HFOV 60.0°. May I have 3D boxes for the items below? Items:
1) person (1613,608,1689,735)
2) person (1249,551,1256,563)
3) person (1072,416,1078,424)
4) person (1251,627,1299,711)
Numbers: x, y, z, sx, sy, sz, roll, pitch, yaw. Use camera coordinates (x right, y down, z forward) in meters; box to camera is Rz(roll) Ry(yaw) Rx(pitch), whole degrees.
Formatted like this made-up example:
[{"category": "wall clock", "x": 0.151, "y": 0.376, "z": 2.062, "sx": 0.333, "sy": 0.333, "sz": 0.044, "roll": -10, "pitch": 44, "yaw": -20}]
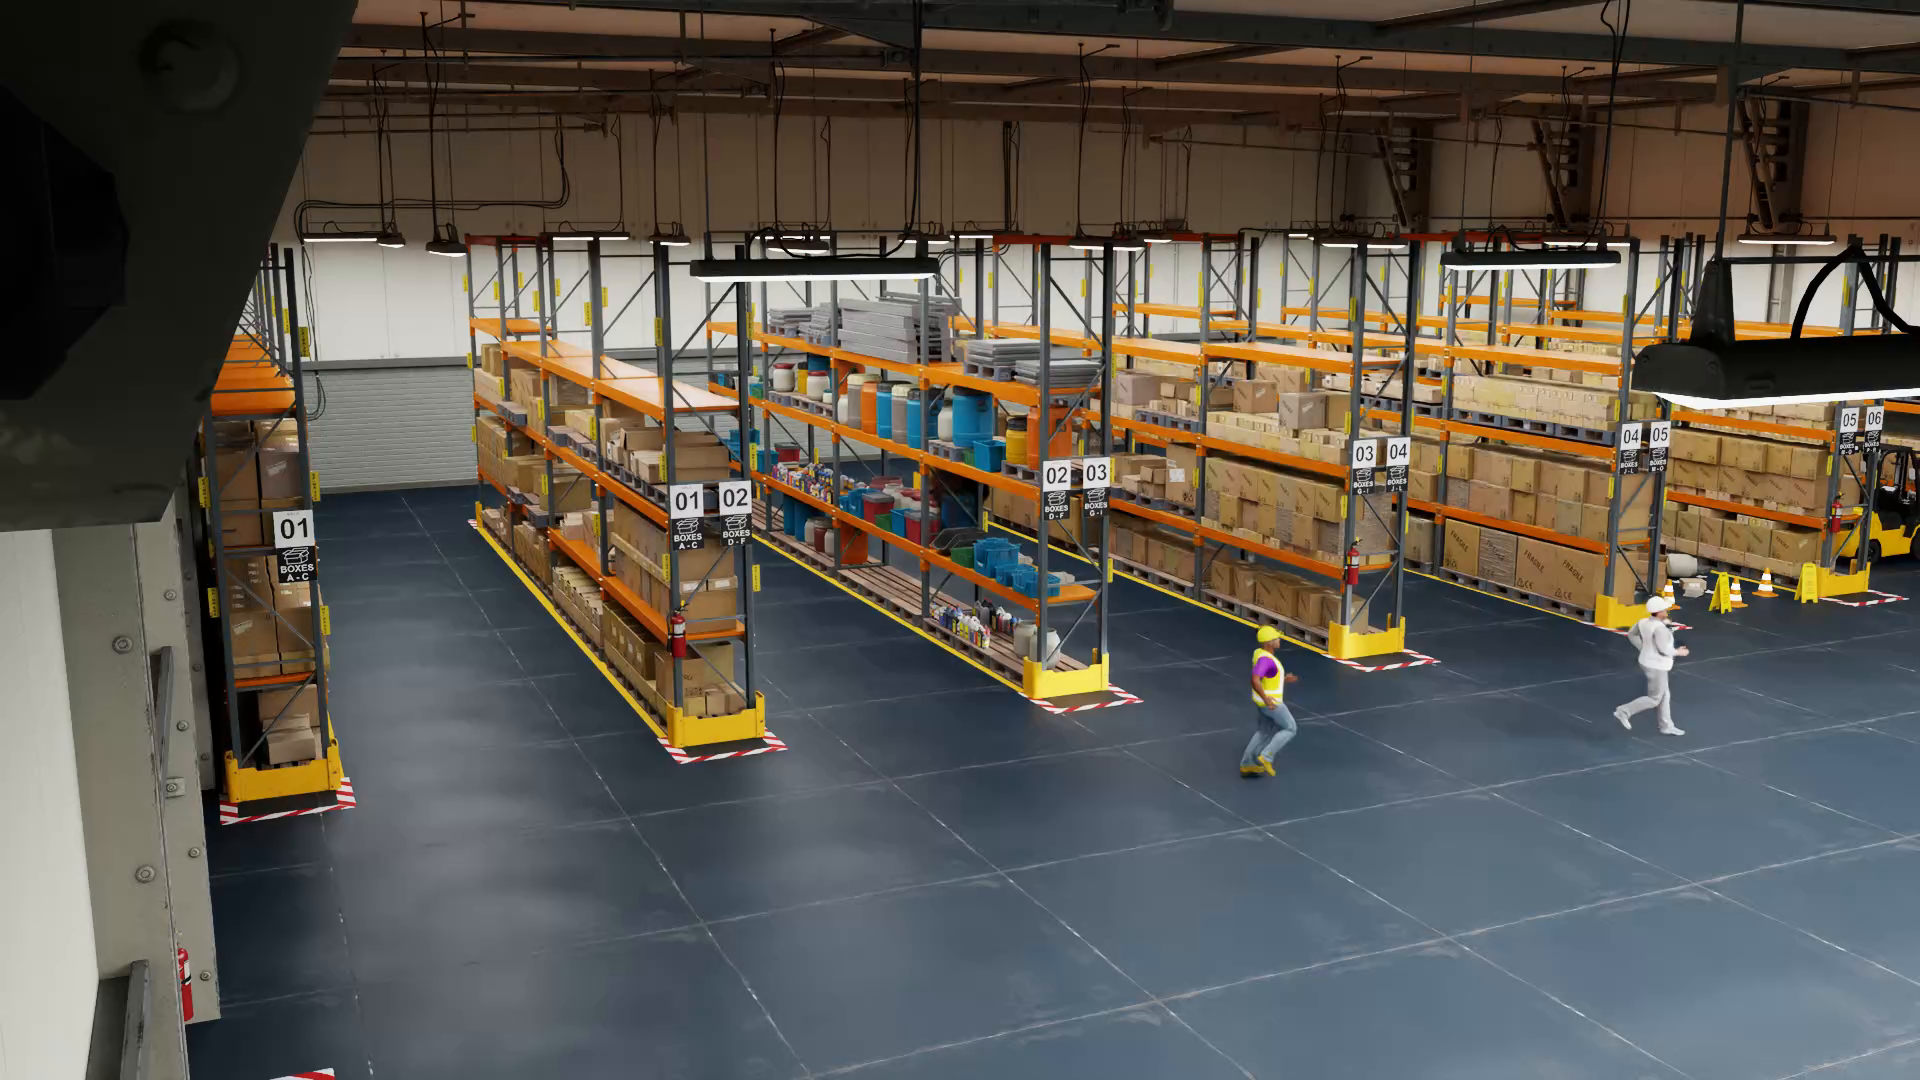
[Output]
[{"category": "person", "x": 8.515, "y": 1.584, "z": 20.428, "sx": 0.936, "sy": 1.717, "sz": 0.661, "roll": 0, "pitch": 11, "yaw": 0}, {"category": "person", "x": 5.425, "y": -0.398, "z": 30.711, "sx": 0.712, "sy": 1.687, "sz": 0.573, "roll": -7, "pitch": 13, "yaw": -32}, {"category": "person", "x": 2.592, "y": -2.274, "z": 40.497, "sx": 0.690, "sy": 1.778, "sz": 0.613, "roll": 10, "pitch": 15, "yaw": 42}, {"category": "person", "x": 3.563, "y": 1.428, "z": 18.909, "sx": 0.662, "sy": 0.899, "sz": 0.676, "roll": -1, "pitch": 11, "yaw": -5}]
